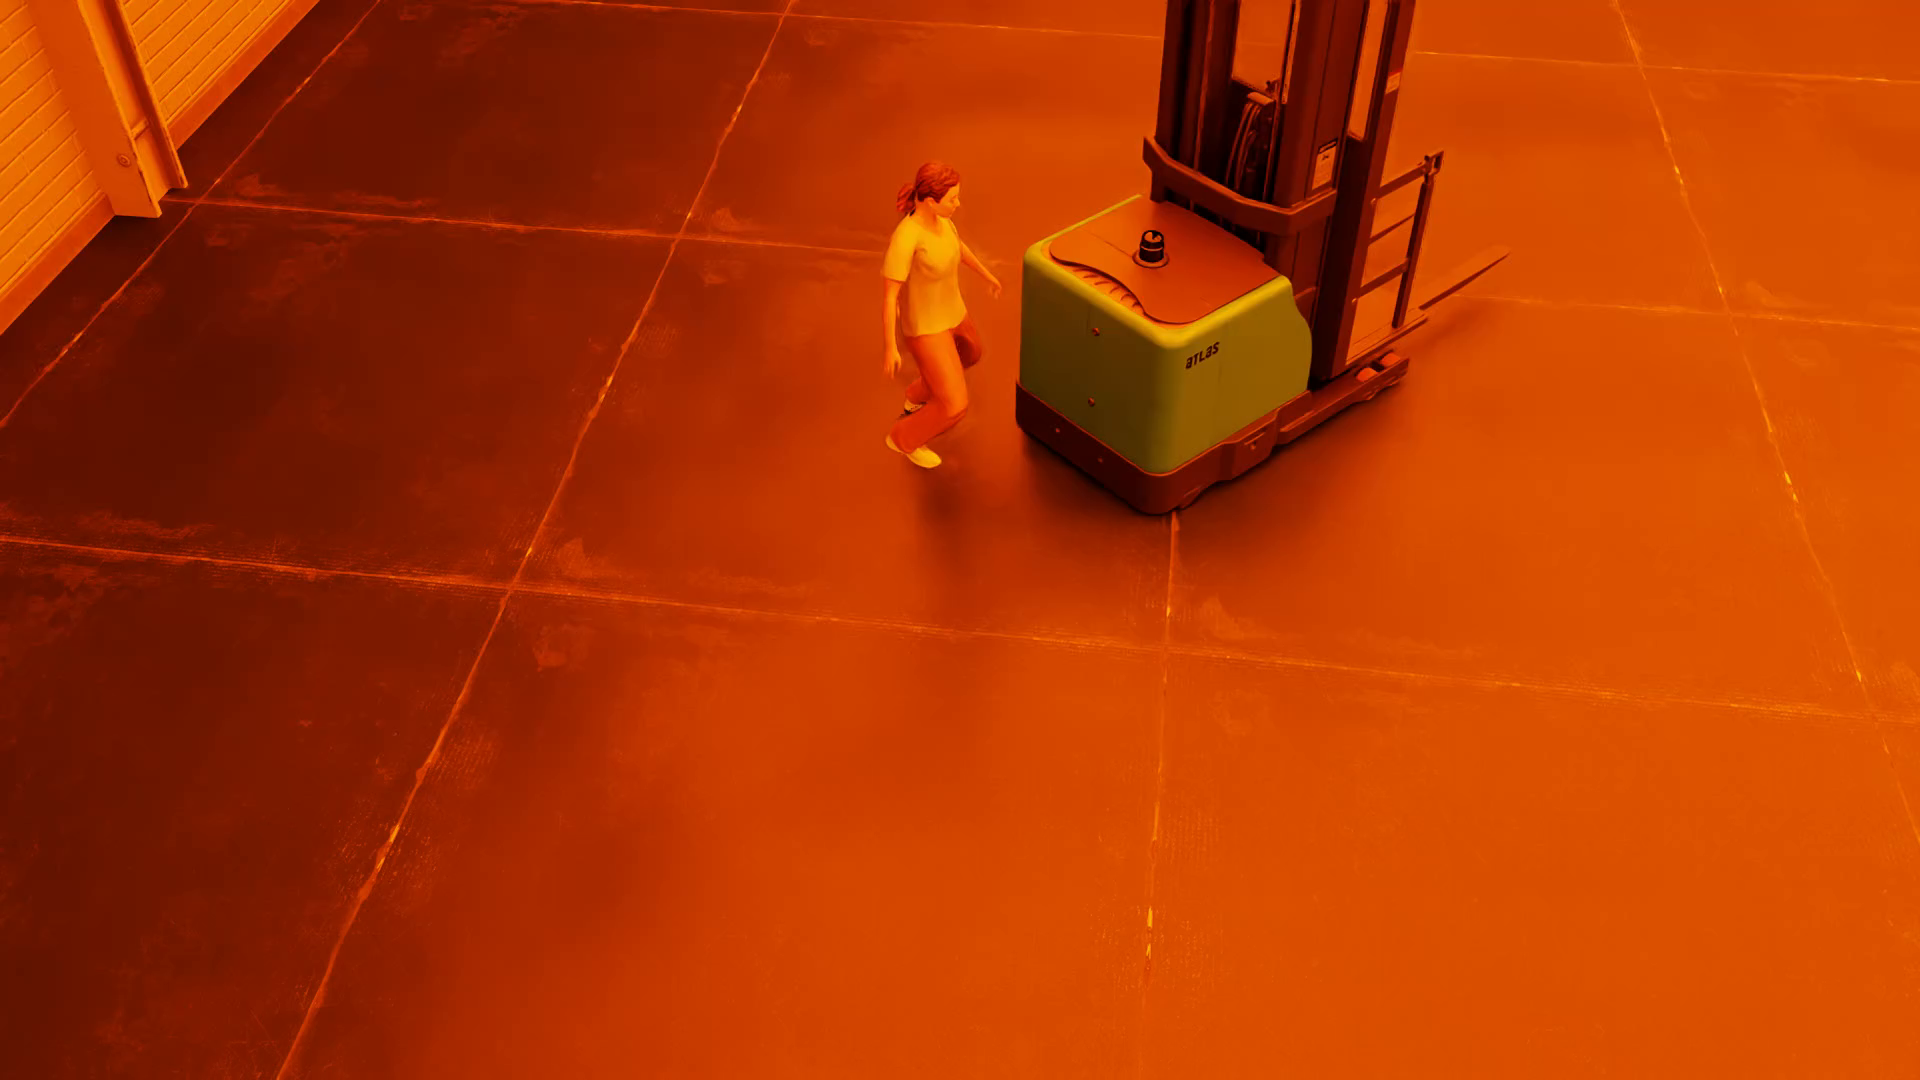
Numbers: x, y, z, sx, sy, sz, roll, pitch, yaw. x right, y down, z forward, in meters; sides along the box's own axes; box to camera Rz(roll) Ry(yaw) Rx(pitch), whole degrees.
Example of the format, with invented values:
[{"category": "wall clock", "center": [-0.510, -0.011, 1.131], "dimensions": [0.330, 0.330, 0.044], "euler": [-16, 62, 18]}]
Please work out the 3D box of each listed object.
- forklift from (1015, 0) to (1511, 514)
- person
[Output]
[{"category": "forklift", "center": [1.729, -2.054, 7.961], "dimensions": [3.031, 2.935, 1.130], "euler": [-30, 50, -29]}, {"category": "person", "center": [-0.109, -1.064, 7.909], "dimensions": [0.587, 1.573, 0.847], "euler": [20, 46, 21]}]
